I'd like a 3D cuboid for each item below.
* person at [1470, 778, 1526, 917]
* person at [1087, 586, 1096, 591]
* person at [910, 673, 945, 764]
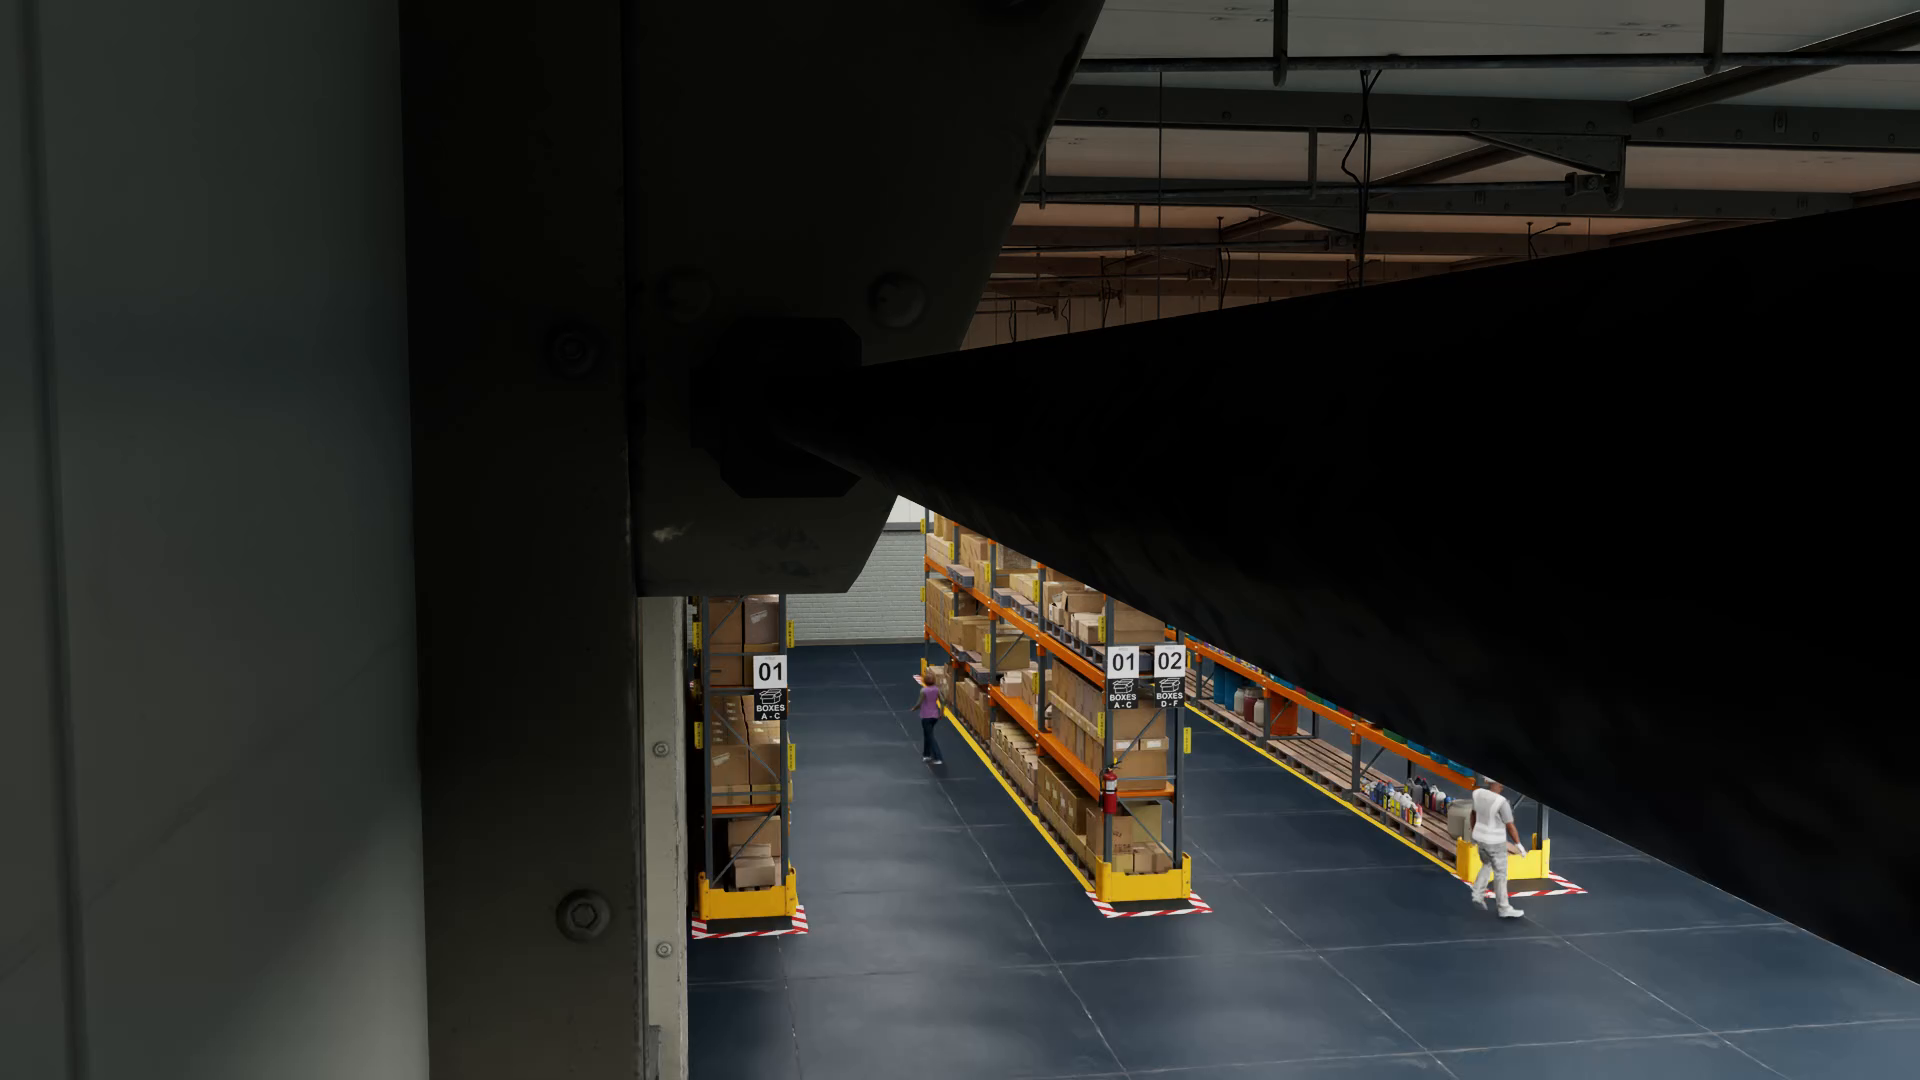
[{"bbox_3d":[6.502,3.657,20.191,0.525,1.782,0.714,-2,6,-25],"label":"person"},{"bbox_3d":[3.184,1.941,40.065,0.593,1.781,0.558,-1,5,-15],"label":"person"},{"bbox_3d":[-0.538,3.078,28.475,0.461,1.636,0.731,-5,7,-43],"label":"person"}]
